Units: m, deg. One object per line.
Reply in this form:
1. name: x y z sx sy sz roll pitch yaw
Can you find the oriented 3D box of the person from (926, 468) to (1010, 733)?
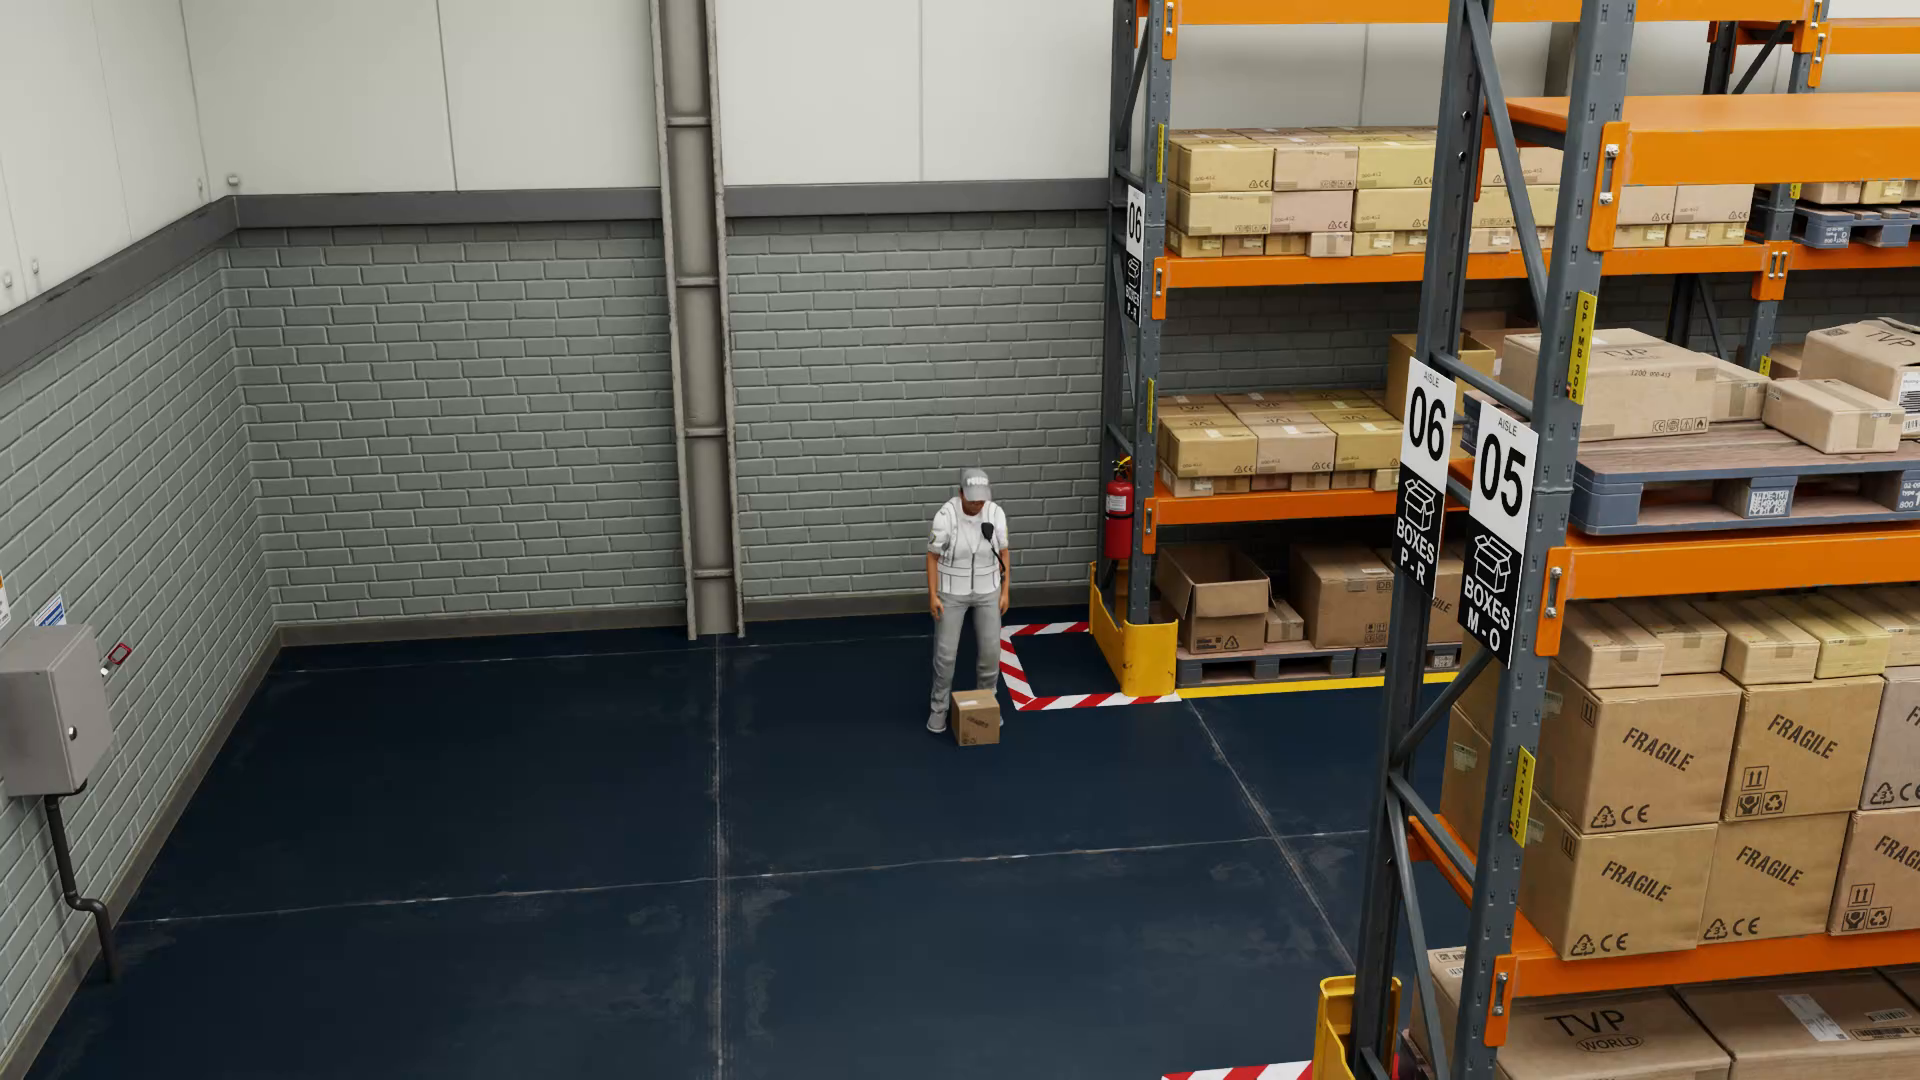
1. person: 0.047 0.346 10.122 0.540 1.666 0.464 -4 20 -10
